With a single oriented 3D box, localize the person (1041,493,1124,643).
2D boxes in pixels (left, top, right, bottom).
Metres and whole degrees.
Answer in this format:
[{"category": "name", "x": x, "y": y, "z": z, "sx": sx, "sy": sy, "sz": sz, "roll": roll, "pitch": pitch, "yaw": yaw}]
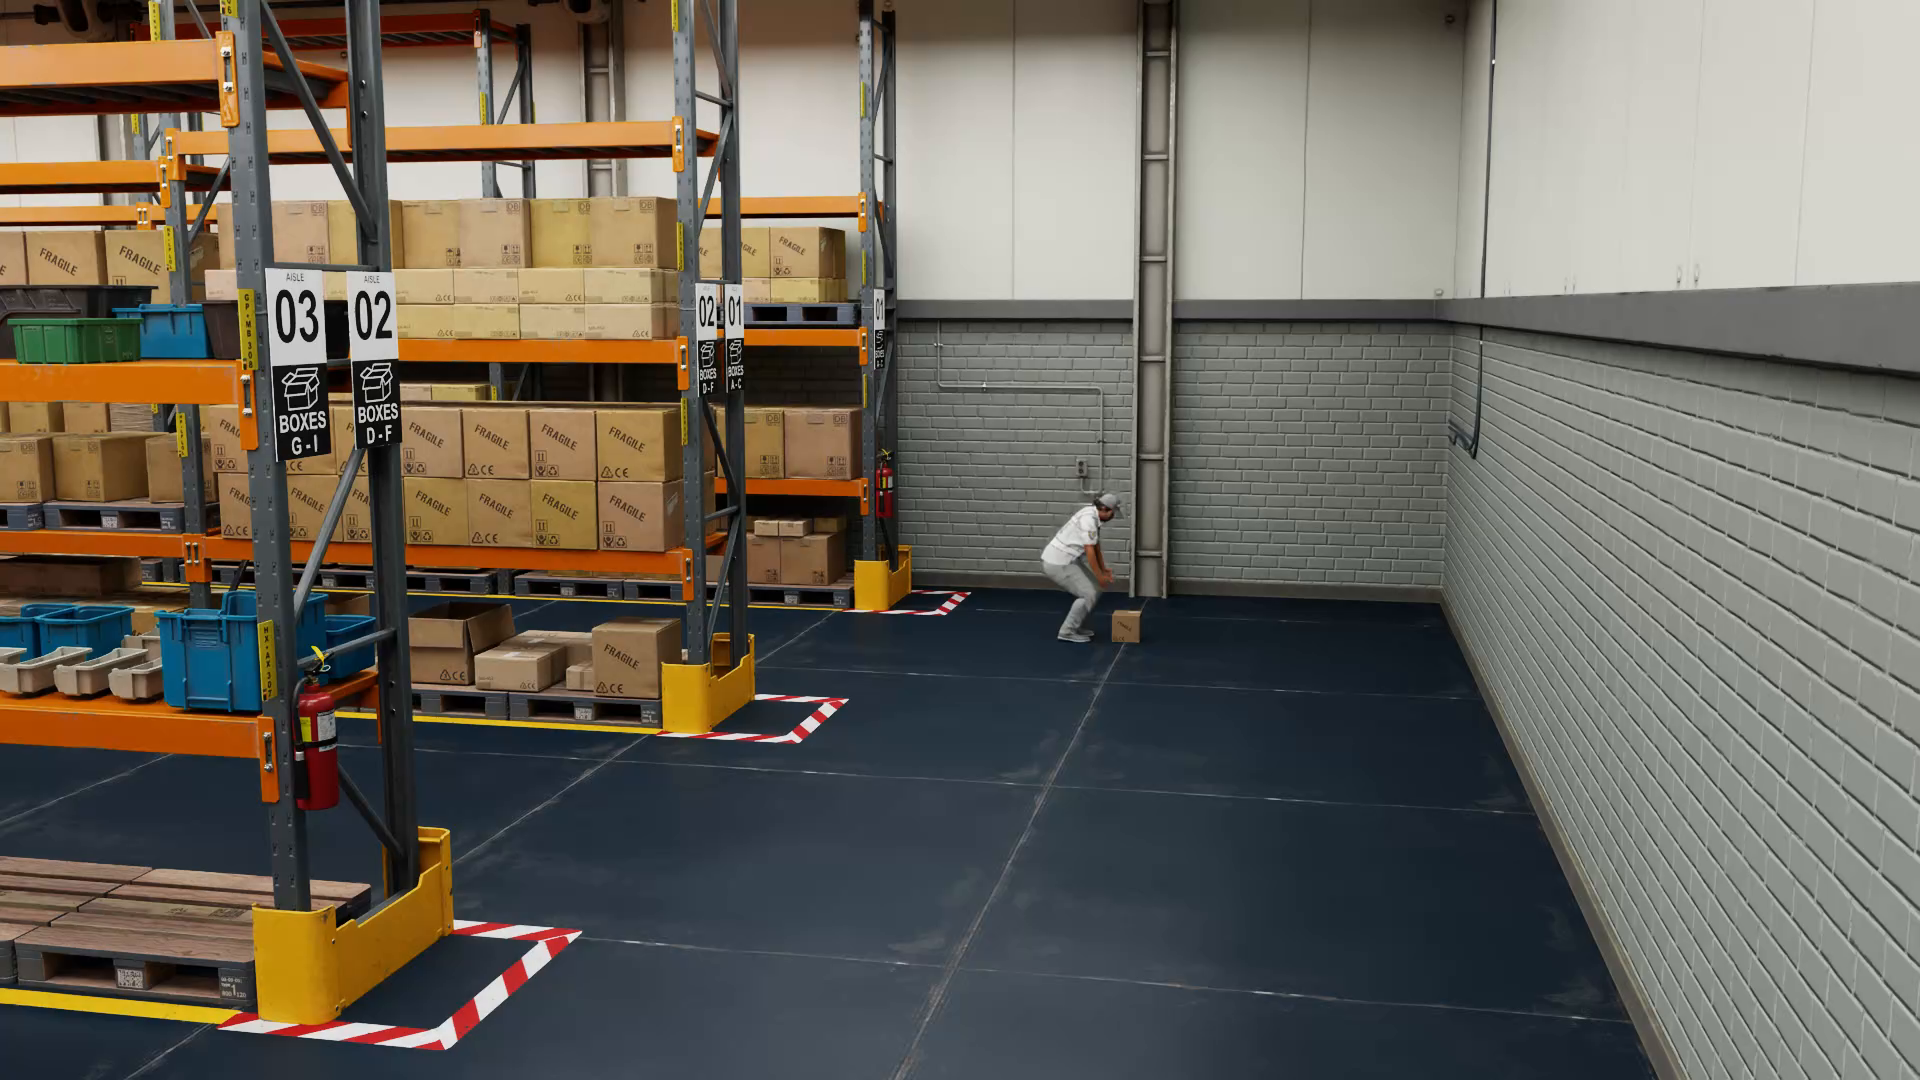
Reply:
[{"category": "person", "x": 1.126, "y": 0.240, "z": 15.273, "sx": 0.745, "sy": 1.351, "sz": 0.536, "roll": 2, "pitch": 8, "yaw": 11}]
